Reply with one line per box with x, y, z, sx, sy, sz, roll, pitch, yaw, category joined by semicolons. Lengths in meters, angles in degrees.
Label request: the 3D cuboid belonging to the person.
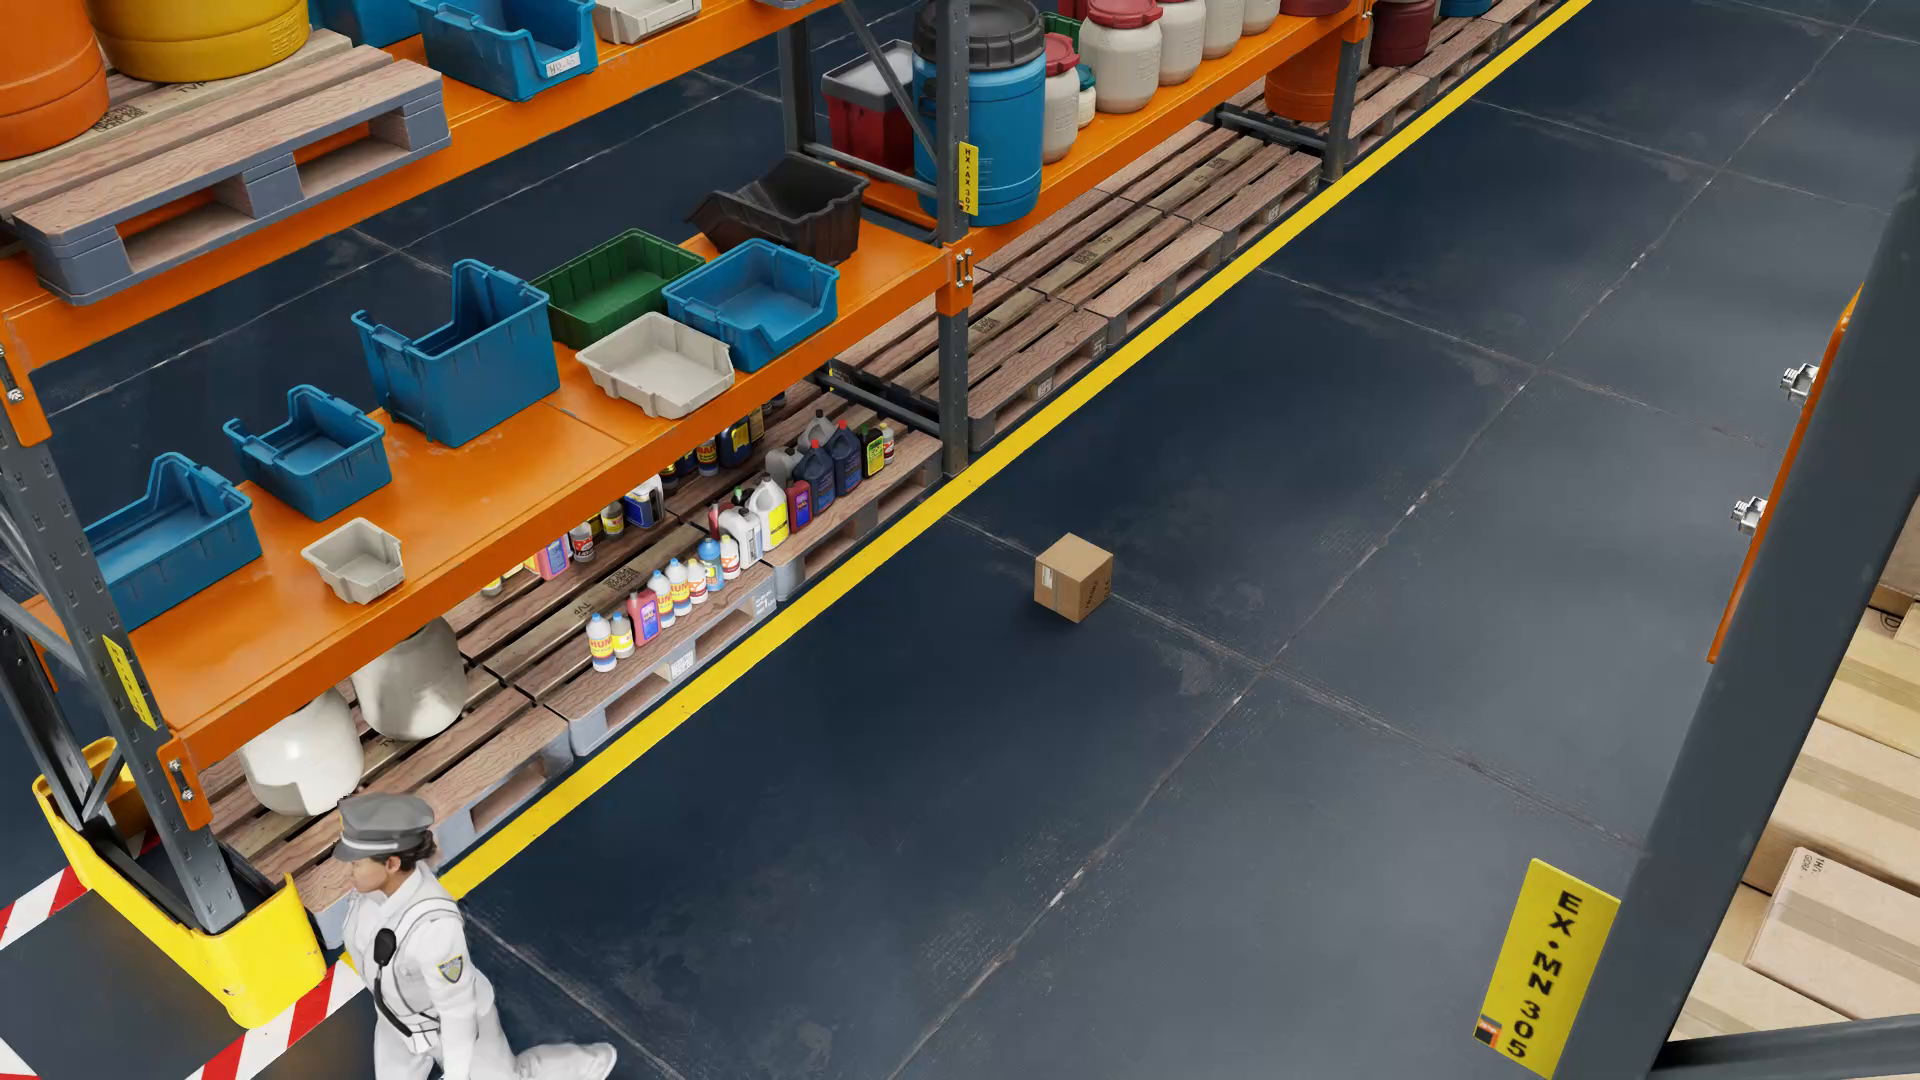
-1.517;1.377;4.901;0.505;1.637;0.942;31;48;32;person
